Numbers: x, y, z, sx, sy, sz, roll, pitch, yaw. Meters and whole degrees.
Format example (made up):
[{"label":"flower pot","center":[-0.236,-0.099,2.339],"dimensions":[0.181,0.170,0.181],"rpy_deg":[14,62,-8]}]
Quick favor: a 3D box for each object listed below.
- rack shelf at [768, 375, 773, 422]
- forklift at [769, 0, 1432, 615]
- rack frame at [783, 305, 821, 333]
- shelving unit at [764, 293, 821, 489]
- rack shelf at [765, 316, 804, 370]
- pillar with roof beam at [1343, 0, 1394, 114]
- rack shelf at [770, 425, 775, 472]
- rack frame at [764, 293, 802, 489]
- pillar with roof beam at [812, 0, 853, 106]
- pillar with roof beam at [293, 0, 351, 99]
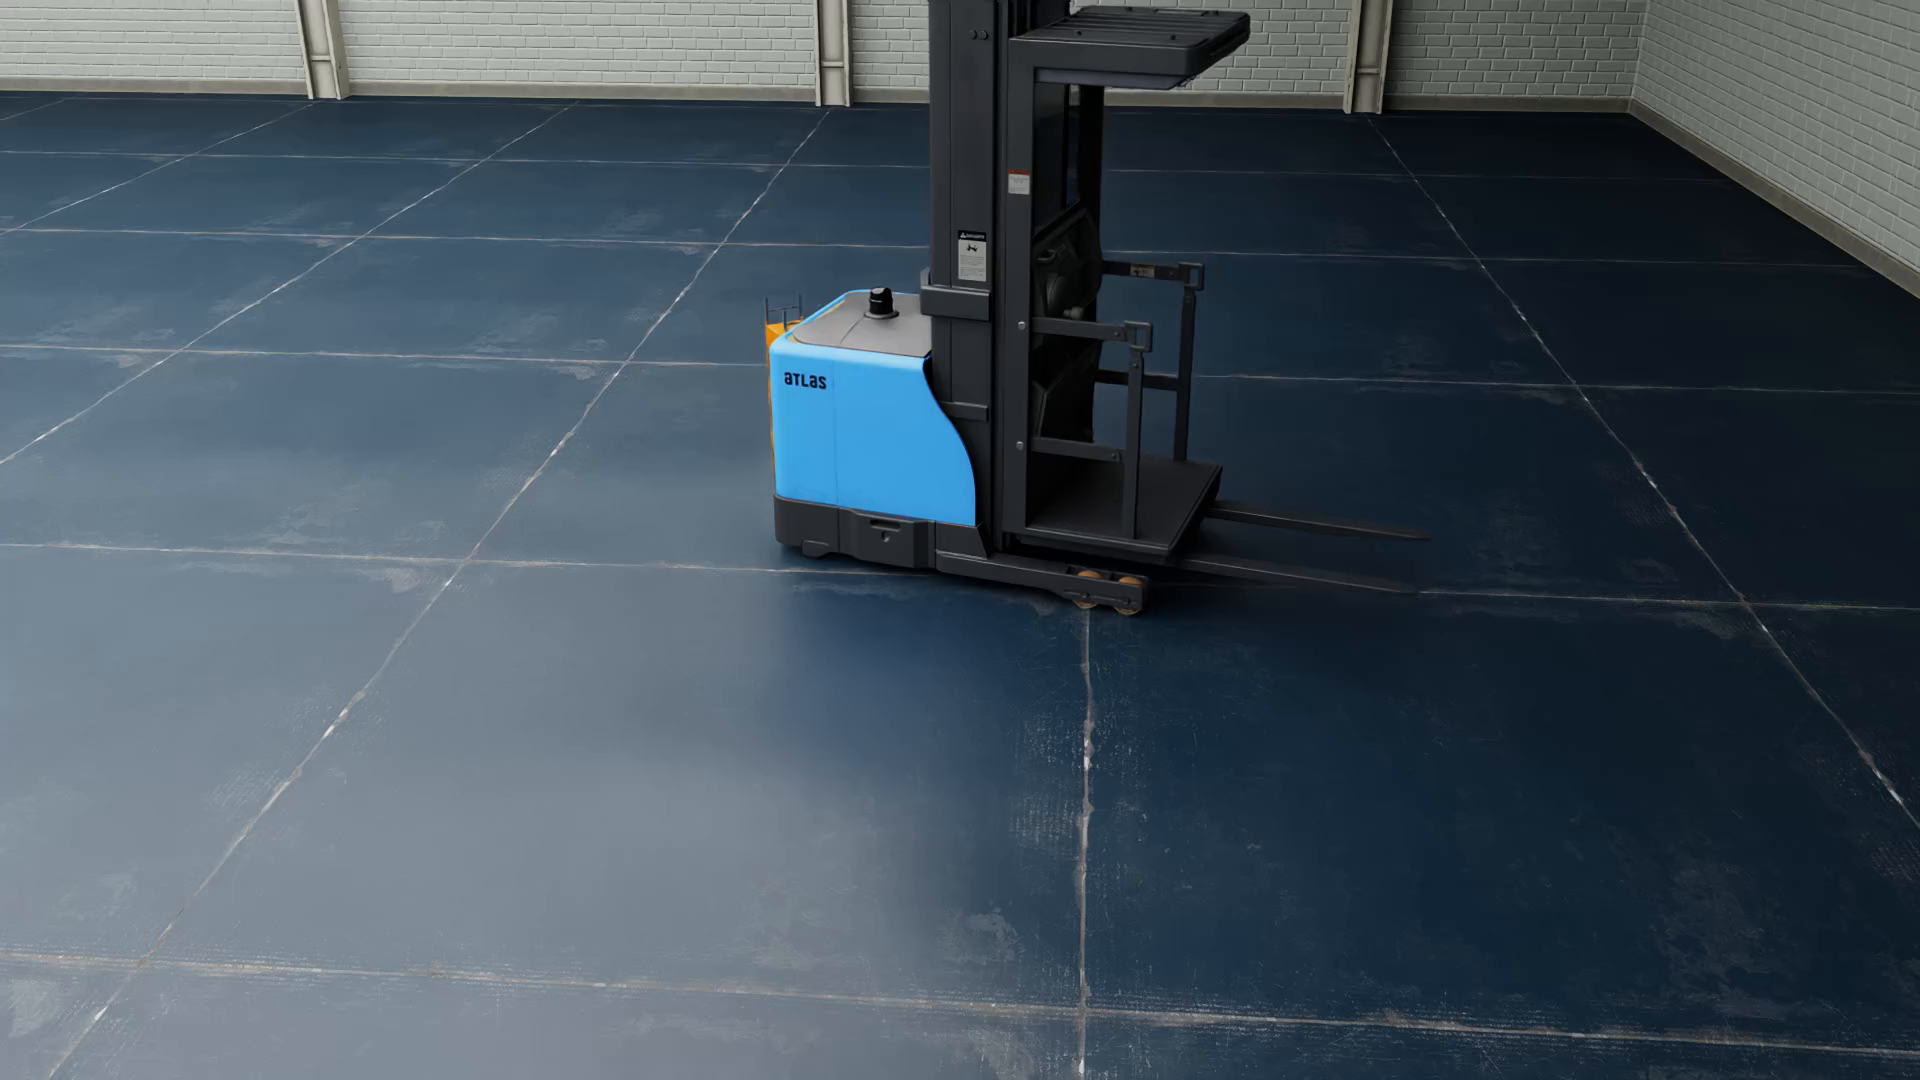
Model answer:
[{"label":"rack shelf","center":[-0.841,-0.708,8.558],"dimensions":[0.215,0.259,0.240],"rpy_deg":[-12,27,-25]},{"label":"forklift","center":[0.671,-1.245,7.449],"dimensions":[3.031,2.935,1.130],"rpy_deg":[9,26,18]},{"label":"rack frame","center":[-0.785,-0.672,8.455],"dimensions":[0.200,1.050,0.008],"rpy_deg":[-12,27,-25]},{"label":"shelving unit","center":[-0.841,-0.718,8.554],"dimensions":[0.215,1.050,0.252],"rpy_deg":[-12,27,-25]},{"label":"rack shelf","center":[-0.841,-0.966,8.439],"dimensions":[0.215,0.259,0.240],"rpy_deg":[-12,27,-25]},{"label":"pillar with roof beam","center":[4.209,-7.137,12.996],"dimensions":[0.400,9.000,9.100],"rpy_deg":[2,25,4]},{"label":"rack shelf","center":[-0.841,-0.455,8.674],"dimensions":[0.215,0.259,0.240],"rpy_deg":[-12,27,-25]},{"label":"rack frame","center":[-0.898,-0.763,8.652],"dimensions":[0.200,1.050,0.008],"rpy_deg":[-12,27,-25]},{"label":"pillar with roof beam","center":[-1.773,-7.329,13.413],"dimensions":[0.400,9.000,9.100],"rpy_deg":[2,25,4]},{"label":"pillar with roof beam","center":[-7.755,-7.521,13.830],"dimensions":[0.400,9.000,9.100],"rpy_deg":[2,25,4]}]
